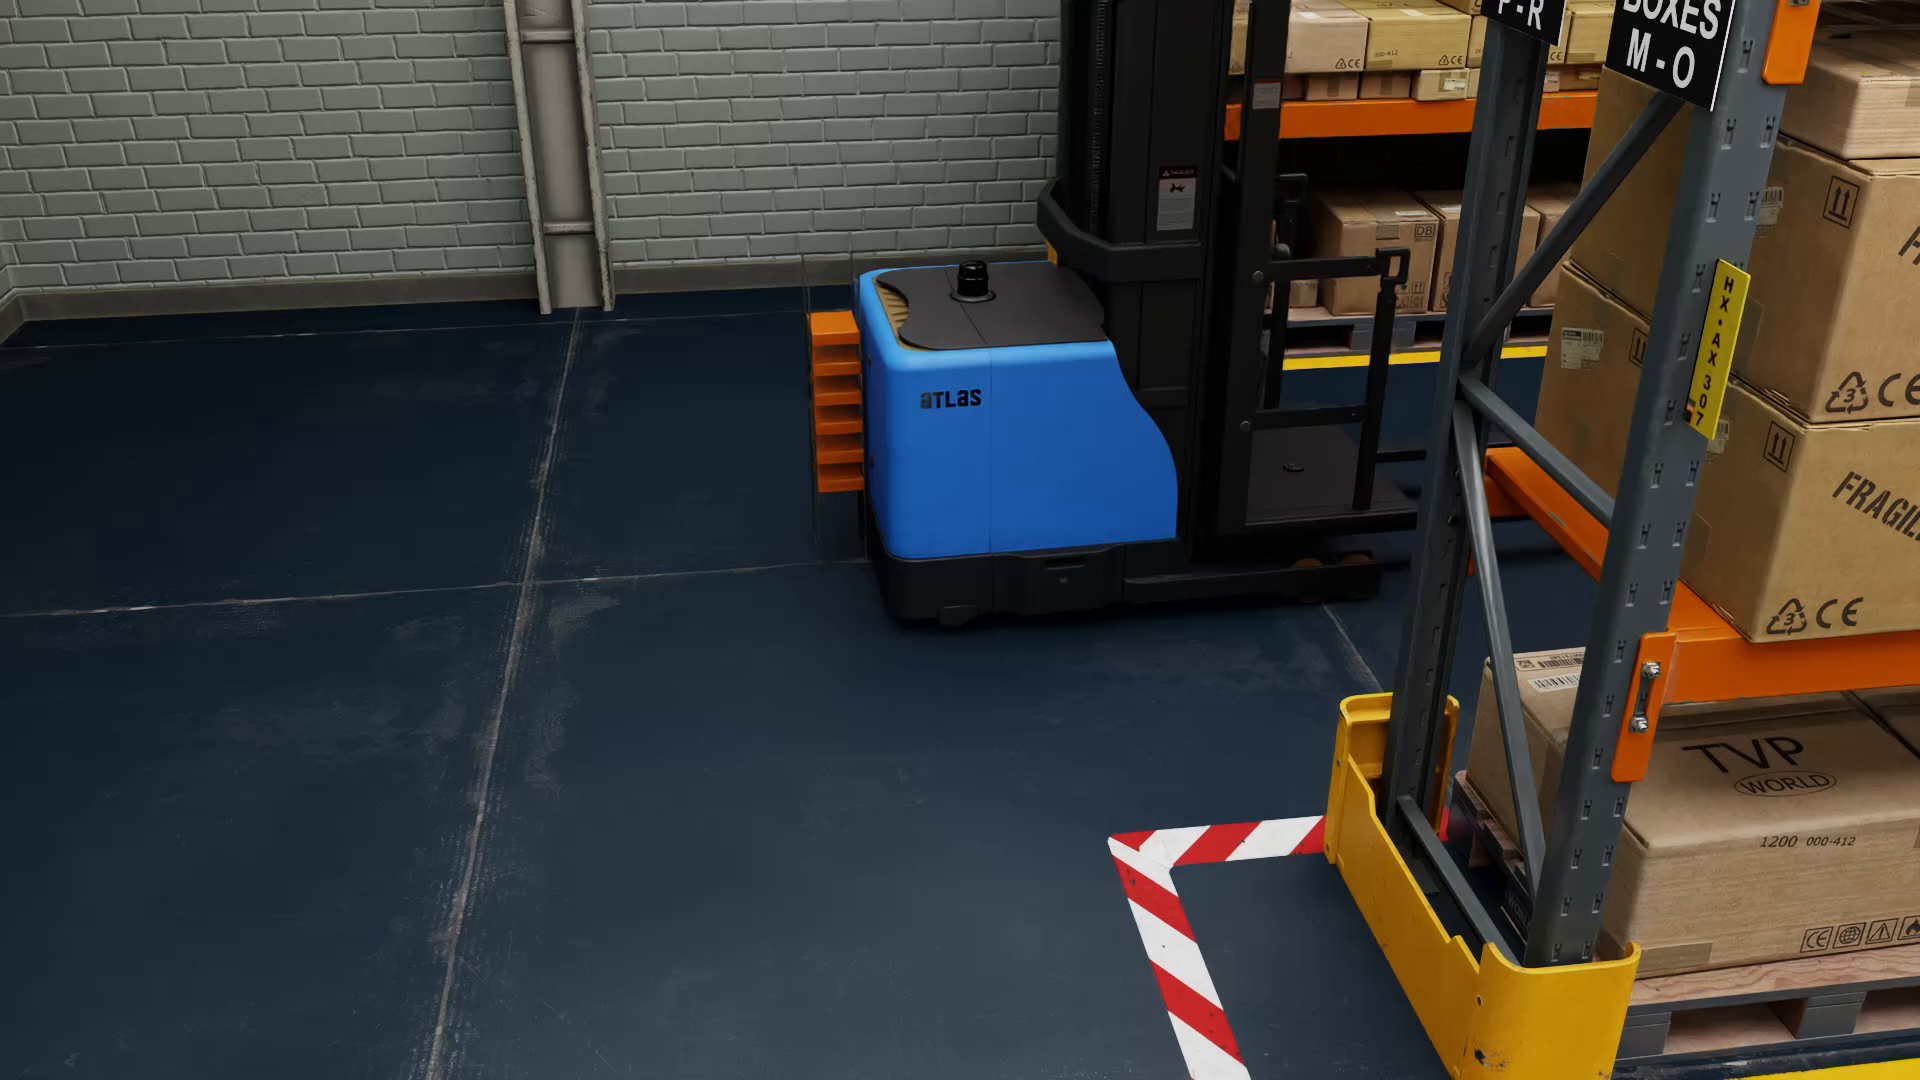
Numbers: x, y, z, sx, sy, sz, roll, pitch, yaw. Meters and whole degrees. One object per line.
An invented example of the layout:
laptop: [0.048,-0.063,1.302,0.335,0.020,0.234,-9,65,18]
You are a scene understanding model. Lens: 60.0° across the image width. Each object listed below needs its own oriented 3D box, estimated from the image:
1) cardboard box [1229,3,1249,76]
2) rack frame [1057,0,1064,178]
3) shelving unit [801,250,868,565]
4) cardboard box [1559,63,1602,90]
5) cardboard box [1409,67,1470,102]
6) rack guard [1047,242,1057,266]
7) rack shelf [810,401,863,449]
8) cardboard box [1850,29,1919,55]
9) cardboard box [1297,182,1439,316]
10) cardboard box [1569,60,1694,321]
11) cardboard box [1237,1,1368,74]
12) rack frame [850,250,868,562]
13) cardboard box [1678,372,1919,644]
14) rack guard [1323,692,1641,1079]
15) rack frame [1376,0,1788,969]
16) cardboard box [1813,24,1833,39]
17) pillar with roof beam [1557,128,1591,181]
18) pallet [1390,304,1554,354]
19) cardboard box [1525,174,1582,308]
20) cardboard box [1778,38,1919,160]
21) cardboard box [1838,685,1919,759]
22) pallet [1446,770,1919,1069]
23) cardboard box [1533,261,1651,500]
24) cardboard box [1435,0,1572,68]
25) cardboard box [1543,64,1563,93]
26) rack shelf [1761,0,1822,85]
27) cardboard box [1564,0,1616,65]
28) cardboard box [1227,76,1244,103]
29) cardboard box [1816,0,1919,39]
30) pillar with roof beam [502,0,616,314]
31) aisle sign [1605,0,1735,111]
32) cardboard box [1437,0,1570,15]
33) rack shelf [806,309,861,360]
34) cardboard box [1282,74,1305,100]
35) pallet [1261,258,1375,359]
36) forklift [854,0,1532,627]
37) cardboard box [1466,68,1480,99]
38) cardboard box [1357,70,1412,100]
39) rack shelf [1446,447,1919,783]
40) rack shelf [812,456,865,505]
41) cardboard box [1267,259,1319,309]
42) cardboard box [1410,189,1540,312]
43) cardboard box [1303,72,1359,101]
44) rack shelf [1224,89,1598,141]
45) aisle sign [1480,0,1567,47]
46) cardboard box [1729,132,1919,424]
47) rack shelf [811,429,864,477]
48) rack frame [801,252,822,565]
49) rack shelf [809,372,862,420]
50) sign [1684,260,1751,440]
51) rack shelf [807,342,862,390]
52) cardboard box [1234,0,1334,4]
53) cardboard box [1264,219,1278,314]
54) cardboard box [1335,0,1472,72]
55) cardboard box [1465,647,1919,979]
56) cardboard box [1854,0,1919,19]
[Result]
cardboard box: [1.139,-2.402,7.984,0.500,0.250,0.500,-4,27,-7]
rack frame: [0.652,-2.429,8.199,0.127,3.000,1.000,-4,27,-7]
shelving unit: [-0.479,-0.495,6.400,0.189,1.200,0.258,-5,28,-9]
cardboard box: [3.040,-2.384,8.387,0.250,0.149,0.380,-3,27,-6]
cardboard box: [2.299,-2.274,8.171,0.250,0.149,0.380,-4,27,-9]
rack guard: [0.728,-1.322,8.779,0.348,0.500,1.175,-4,27,-7]
rack shelf: [-0.479,-0.455,6.420,0.180,0.103,0.258,-5,28,-9]
cardboard box: [1.987,-0.910,3.322,0.250,0.149,0.380,-3,27,-6]
cardboard box: [2.123,-1.537,8.738,0.500,0.500,0.700,-3,27,-5]
cardboard box: [1.792,-0.813,3.845,0.500,0.500,0.500,-3,27,-5]
cardboard box: [1.639,-2.434,8.047,0.500,0.250,0.500,-3,27,-7]
rack frame: [-0.389,-0.502,6.414,0.006,1.200,0.240,-5,28,-9]
cardboard box: [1.863,-0.131,3.610,0.500,0.500,0.500,-4,27,-8]
rack guard: [1.324,0.928,4.394,0.348,0.500,1.175,-4,27,-7]
rack frame: [1.348,-0.186,3.826,0.127,3.000,1.000,-4,27,-7]
cardboard box: [1.675,-1.077,3.648,0.250,0.149,0.380,-3,27,-6]
pillar with roof beam: [4.398,-3.770,4.240,0.400,9.000,9.100,-4,27,-7]
pallet: [2.723,-1.321,9.093,1.213,0.211,1.003,-4,27,-7]
cardboard box: [3.151,-1.603,8.866,0.500,0.500,0.700,-5,28,-9]
cardboard box: [1.738,-0.861,3.227,0.250,0.149,0.380,-3,27,-6]
cardboard box: [2.892,0.618,4.606,0.875,0.438,0.875,-3,27,-6]
pallet: [2.129,0.969,4.631,1.213,0.211,1.003,-4,27,-7]
cardboard box: [1.788,-0.381,4.096,0.500,0.500,0.500,-4,27,-7]
cardboard box: [2.643,-2.510,8.195,0.500,0.250,0.500,-4,27,-8]
cardboard box: [2.802,-2.347,8.314,0.250,0.149,0.380,-4,27,-7]
rack shelf: [3.328,-1.327,3.554,4.000,0.370,1.077,-4,27,-7]
cardboard box: [3.153,-2.542,8.258,0.500,0.250,0.500,-4,27,-7]
cardboard box: [1.262,-2.252,8.128,0.250,0.149,0.380,-3,27,-6]
cardboard box: [1.923,-1.104,3.701,0.250,0.149,0.380,-3,27,-6]
pillar with roof beam: [-1.543,-3.388,3.496,0.400,9.000,9.100,-4,27,-7]
aisle sign: [1.317,-1.207,2.968,0.004,0.787,0.394,-4,27,-7]
cardboard box: [2.625,-2.831,7.999,0.500,0.500,0.500,-3,27,-6]
rack shelf: [-0.479,-0.776,6.256,0.180,0.103,0.258,-5,28,-9]
cardboard box: [1.517,-2.284,8.191,0.250,0.149,0.380,-4,27,-8]
pallet: [1.517,-1.245,8.945,1.213,0.211,1.003,-4,27,-7]
forklift: [1.145,-1.299,6.071,3.031,2.935,1.130,-5,28,-9]
cardboard box: [2.557,-2.300,8.222,0.250,0.149,0.380,-3,27,-6]
cardboard box: [2.038,-2.292,8.206,0.250,0.149,0.380,-3,27,-6]
rack shelf: [3.328,0.007,4.238,4.000,0.370,1.077,-4,27,-7]
rack shelf: [-0.479,-0.242,6.530,0.180,0.103,0.258,-5,28,-9]
cardboard box: [1.697,-1.353,8.765,0.250,0.149,0.380,-5,28,-9]
cardboard box: [2.661,-1.525,8.715,0.500,0.500,0.500,-3,27,-6]
cardboard box: [1.776,-2.272,8.168,0.250,0.149,0.380,-3,27,-5]
rack shelf: [2.633,-2.237,8.611,4.000,0.370,1.077,-4,27,-7]
aisle sign: [1.233,-1.478,3.497,0.004,0.787,0.394,-4,27,-7]
cardboard box: [1.863,-0.577,3.384,0.500,0.500,0.500,-4,27,-8]
rack shelf: [-0.479,-0.349,6.475,0.180,0.103,0.258,-5,28,-9]
rack frame: [-0.570,-0.488,6.386,0.006,1.200,0.240,-5,28,-9]
rack shelf: [-0.479,-0.562,6.366,0.180,0.103,0.258,-5,28,-9]
sign: [1.419,-0.355,3.121,0.005,0.325,0.100,-4,27,-7]
rack shelf: [-0.479,-0.669,6.311,0.180,0.103,0.258,-5,28,-9]
cardboard box: [1.582,-2.676,8.519,0.500,0.250,0.500,-4,27,-7]
cardboard box: [1.271,-1.502,8.665,0.637,0.503,0.797,-5,28,-9]
cardboard box: [2.140,-2.468,8.113,0.500,0.250,0.500,-4,27,-8]
cardboard box: [1.987,0.680,4.485,0.875,0.438,0.875,-5,28,-9]
cardboard box: [2.167,-1.158,3.807,0.250,0.149,0.380,-4,27,-8]
